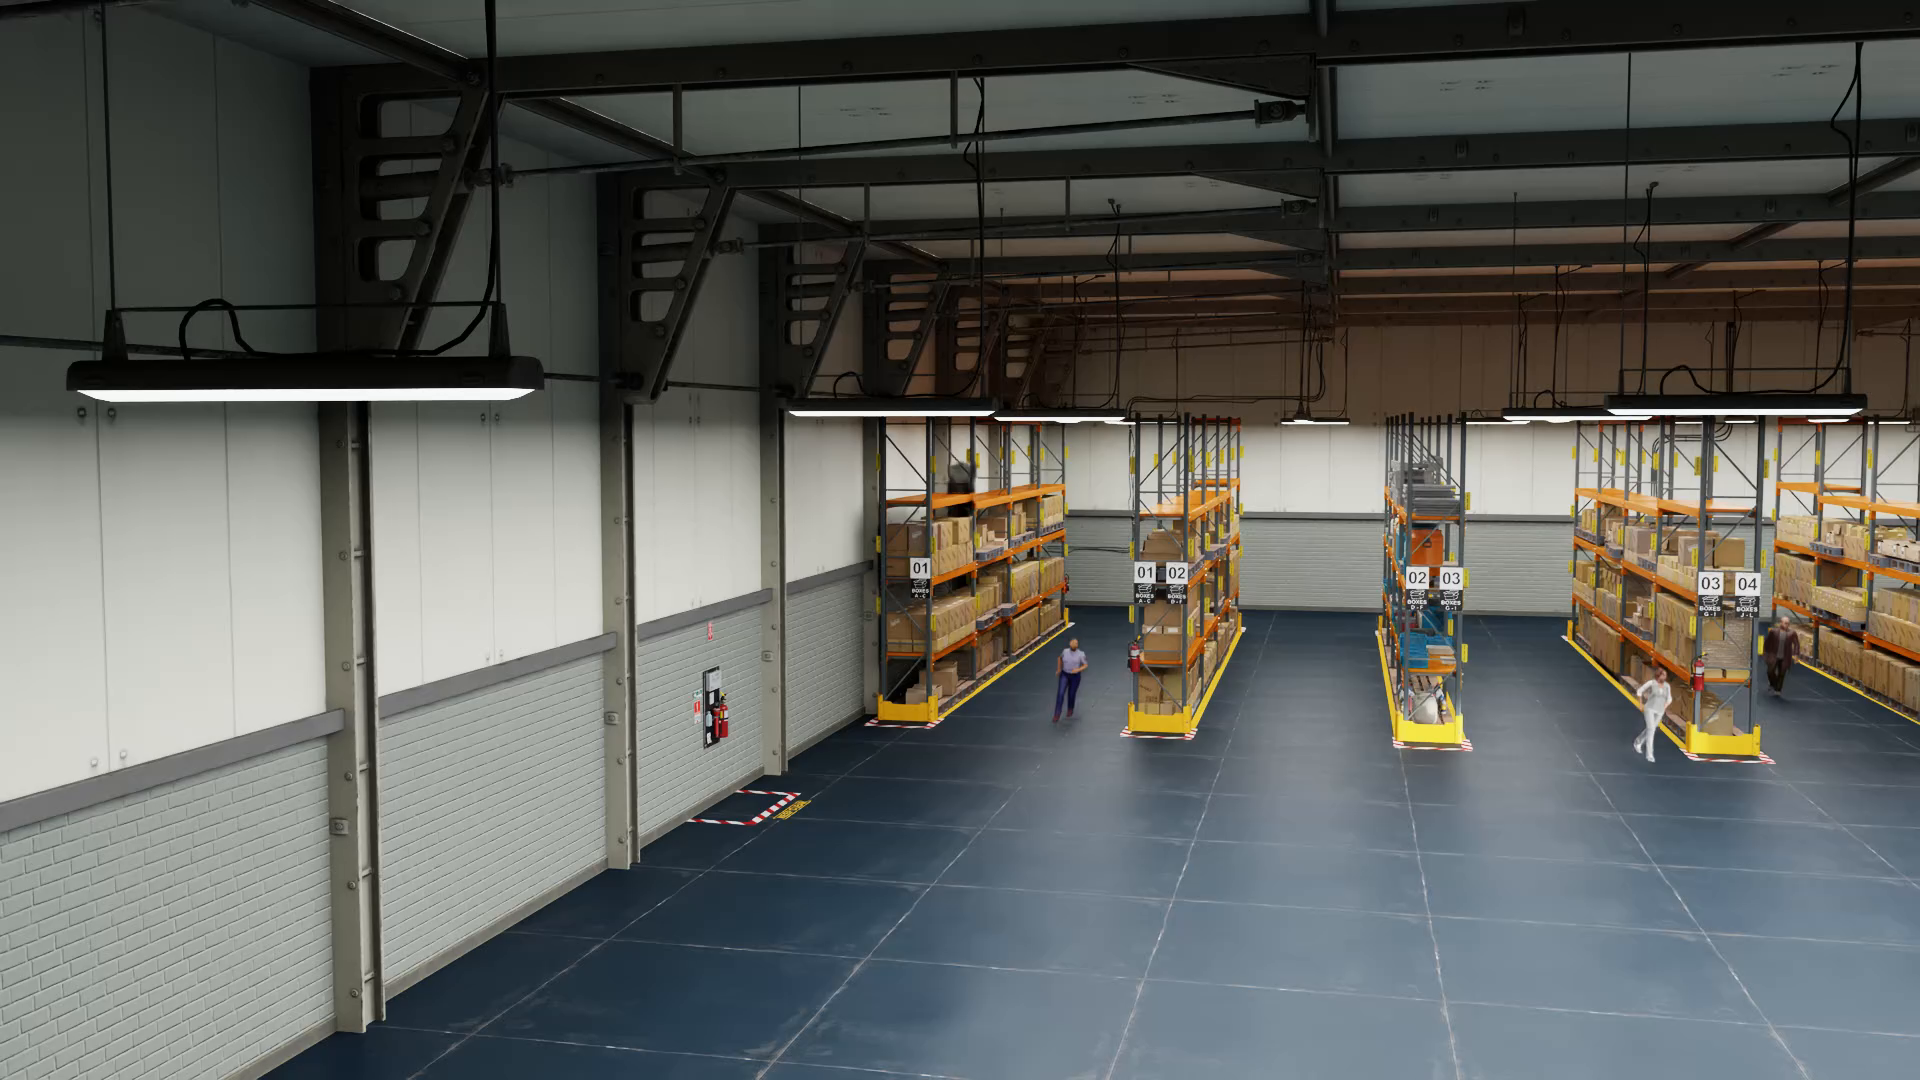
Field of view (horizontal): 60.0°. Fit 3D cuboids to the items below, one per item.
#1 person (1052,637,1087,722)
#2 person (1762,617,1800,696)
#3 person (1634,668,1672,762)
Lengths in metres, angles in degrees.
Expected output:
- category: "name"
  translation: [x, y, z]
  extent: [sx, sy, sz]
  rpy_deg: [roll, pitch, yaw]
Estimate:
- category: "person"
  translation: [2.164, 2.696, 32.393]
  extent: [0.644, 1.593, 0.921]
  rpy_deg: [1, 4, 11]
- category: "person"
  translation: [17.386, 2.468, 35.230]
  extent: [0.718, 1.730, 0.683]
  rpy_deg: [2, 4, 25]
- category: "person"
  translation: [11.963, 2.969, 28.647]
  extent: [0.574, 1.550, 0.898]
  rpy_deg: [0, 4, -7]
